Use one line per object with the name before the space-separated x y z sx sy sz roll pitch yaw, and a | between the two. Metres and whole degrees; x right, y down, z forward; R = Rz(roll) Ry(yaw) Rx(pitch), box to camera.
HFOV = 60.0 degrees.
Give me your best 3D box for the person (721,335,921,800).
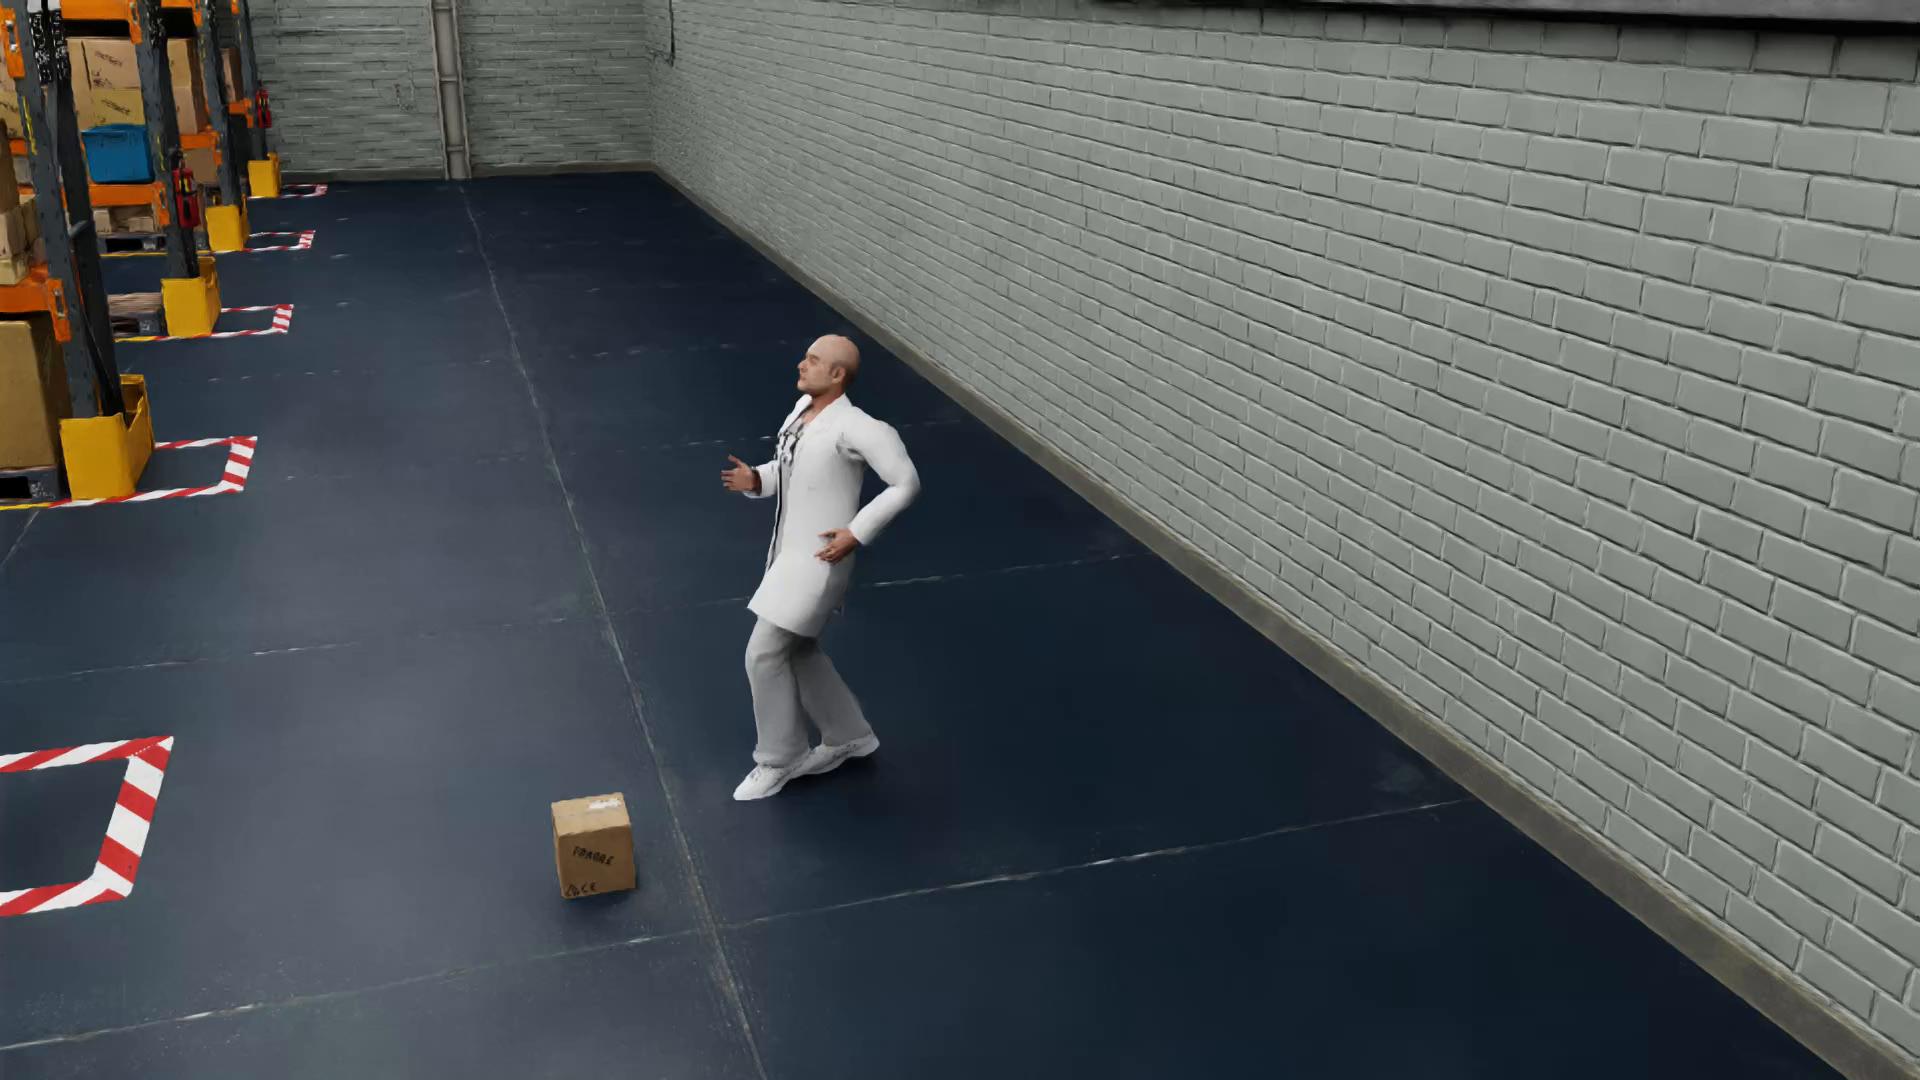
person | -0.584 0.101 6.386 0.733 1.784 0.684 -7 20 -19
